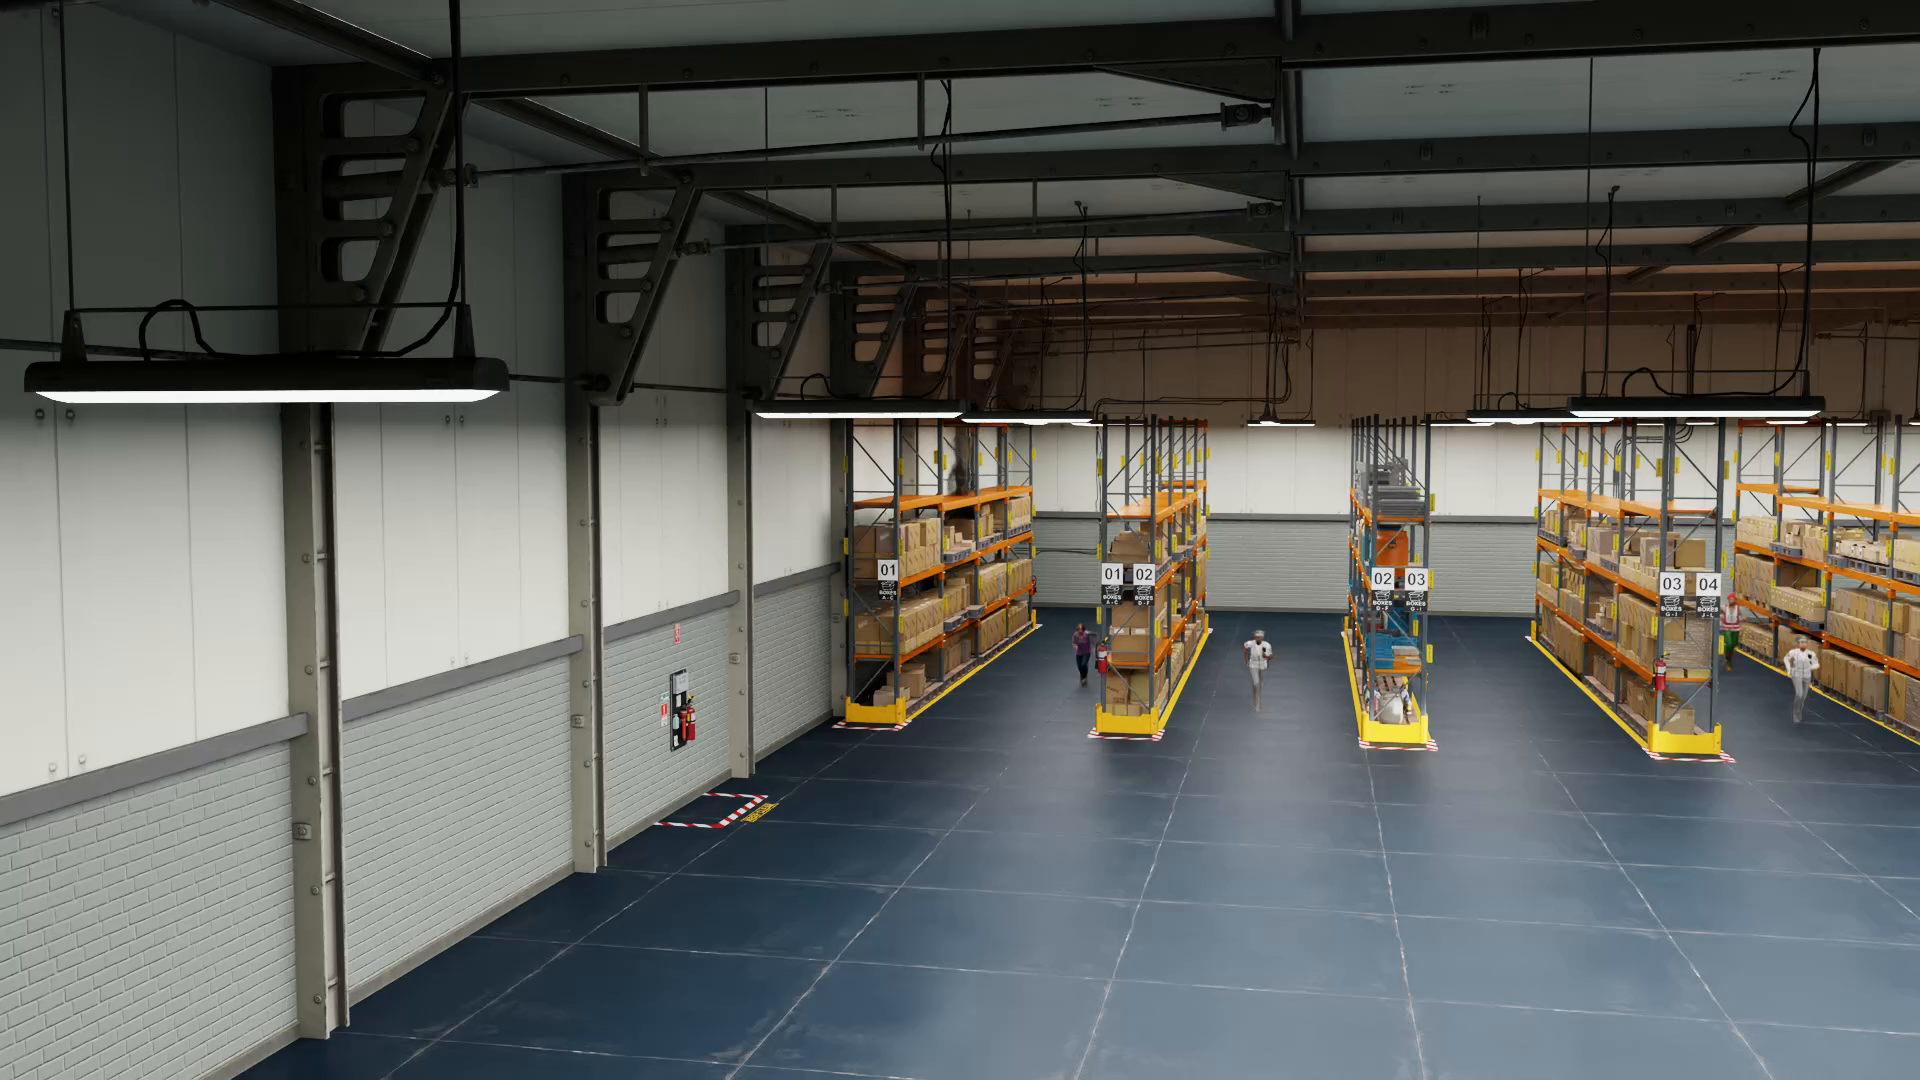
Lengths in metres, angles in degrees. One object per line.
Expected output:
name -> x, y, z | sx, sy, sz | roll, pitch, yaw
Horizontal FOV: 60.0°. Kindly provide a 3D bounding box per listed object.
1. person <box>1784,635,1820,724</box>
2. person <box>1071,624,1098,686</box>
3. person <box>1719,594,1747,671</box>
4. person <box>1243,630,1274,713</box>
person -> 16.461, 2.719, 32.501 | 0.591, 1.740, 0.705 | 1, 4, 12
person -> 2.755, 2.539, 36.792 | 0.572, 1.436, 0.863 | 1, 4, 14
person -> 18.416, 2.197, 39.672 | 0.618, 1.851, 0.800 | 1, 4, 13
person -> 6.081, 2.646, 33.966 | 0.572, 1.691, 0.925 | 0, 4, 0
